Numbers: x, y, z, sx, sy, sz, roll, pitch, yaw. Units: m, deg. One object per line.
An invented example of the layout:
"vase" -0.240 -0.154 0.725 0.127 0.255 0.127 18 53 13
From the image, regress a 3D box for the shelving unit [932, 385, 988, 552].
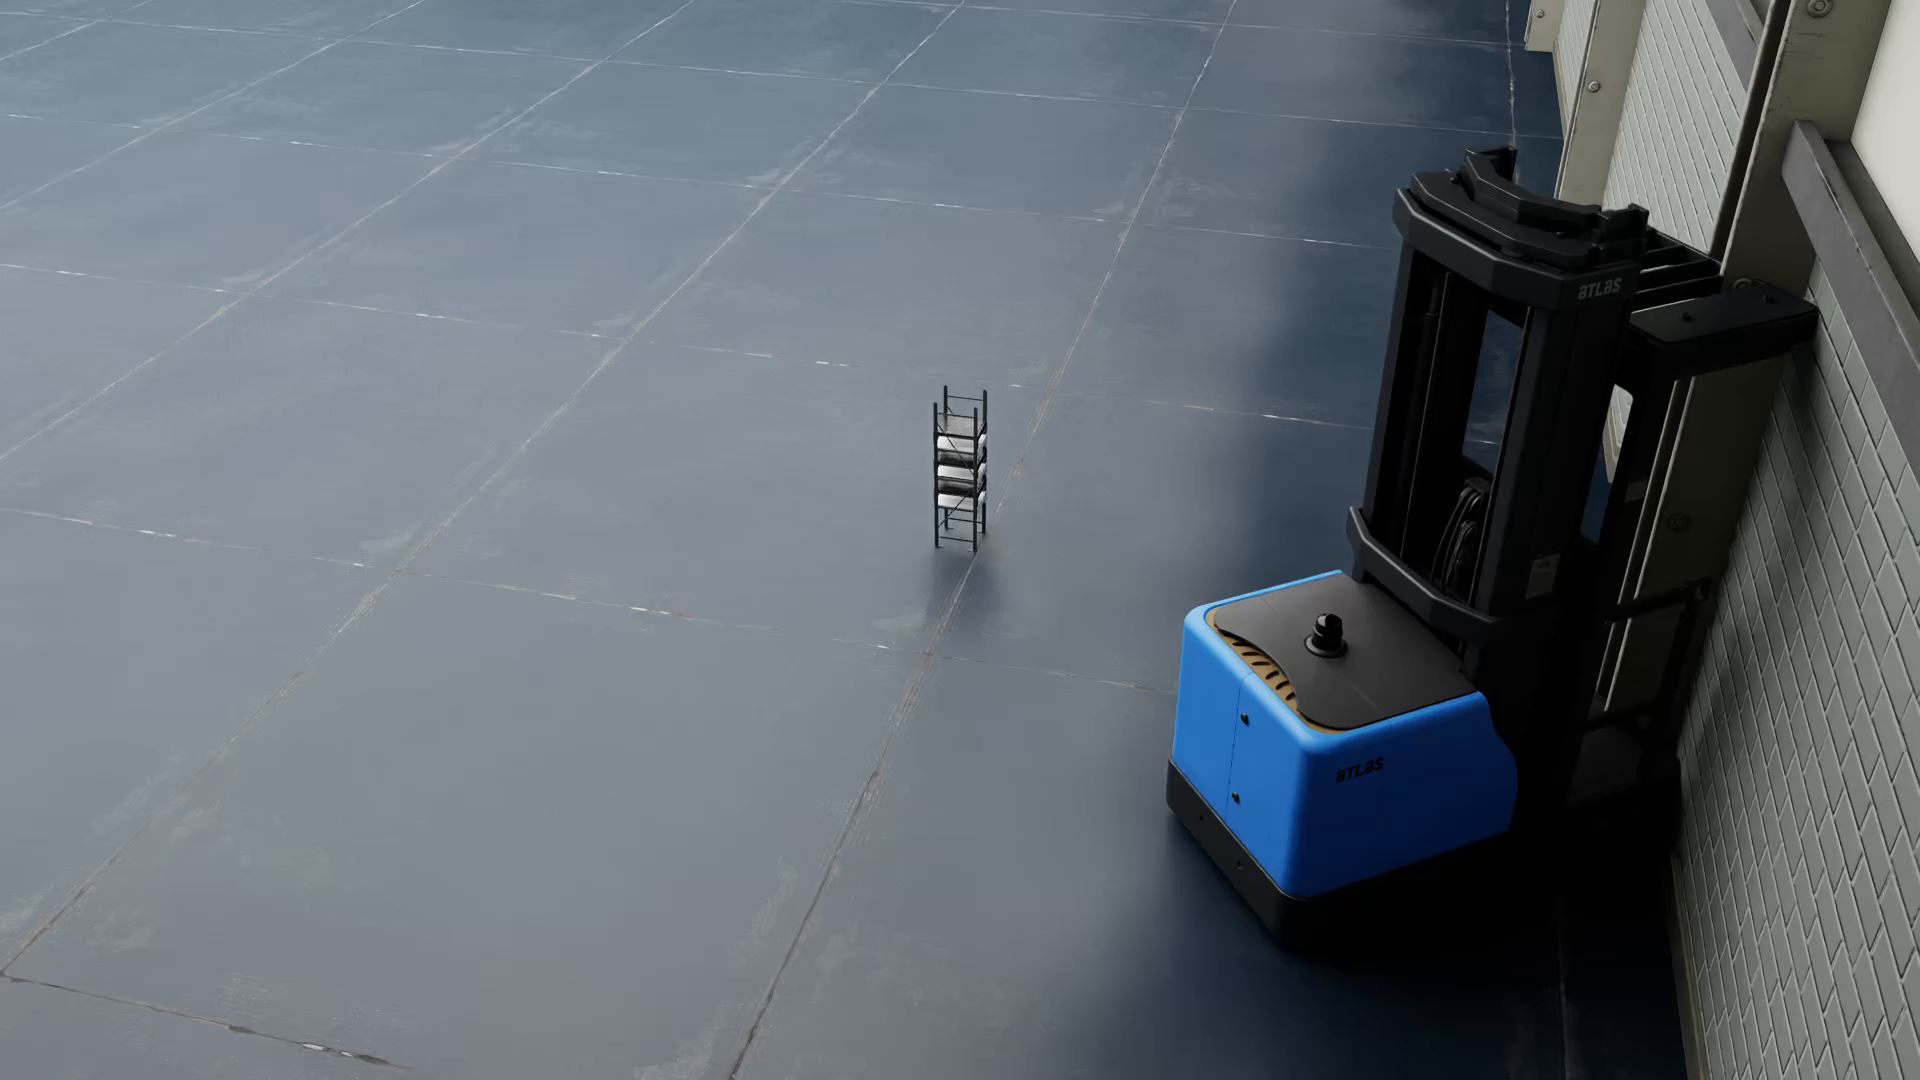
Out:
"shelving unit" 0.002 -0.384 9.085 0.258 0.900 0.210 8 33 12

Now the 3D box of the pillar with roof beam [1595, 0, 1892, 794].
"pillar with roof beam" -1.107 -3.354 6.208 9.100 9.000 0.400 8 33 12

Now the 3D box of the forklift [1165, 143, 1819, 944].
"forklift" 2.474 -0.126 6.786 3.031 2.935 1.130 -13 35 -20

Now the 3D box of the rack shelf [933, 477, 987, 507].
"rack shelf" 0.002 -0.280 9.151 0.258 0.077 0.200 8 33 12

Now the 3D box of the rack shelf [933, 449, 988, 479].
"rack shelf" 0.002 -0.432 9.055 0.258 0.077 0.200 8 33 12

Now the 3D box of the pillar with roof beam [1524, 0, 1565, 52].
"pillar with roof beam" 1.938 -9.581 16.003 9.100 9.000 0.400 8 33 12

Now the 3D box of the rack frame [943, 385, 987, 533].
"rack frame" 0.028 -0.437 9.168 0.240 0.900 0.006 8 33 12

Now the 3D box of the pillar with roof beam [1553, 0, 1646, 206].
"pillar with roof beam" 0.415 -6.468 11.106 9.100 9.000 0.400 8 33 12

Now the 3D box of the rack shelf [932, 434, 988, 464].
"rack shelf" 0.002 -0.508 9.006 0.258 0.077 0.200 8 33 12

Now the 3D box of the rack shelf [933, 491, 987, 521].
"rack shelf" 0.002 -0.204 9.199 0.258 0.077 0.200 8 33 12

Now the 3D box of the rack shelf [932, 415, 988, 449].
"rack shelf" 0.002 -0.584 8.958 0.258 0.077 0.200 8 33 12

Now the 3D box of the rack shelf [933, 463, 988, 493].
"rack shelf" 0.002 -0.356 9.103 0.258 0.077 0.200 8 33 12

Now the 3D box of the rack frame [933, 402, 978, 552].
"rack frame" -0.024 -0.331 9.002 0.240 0.900 0.006 8 33 12
